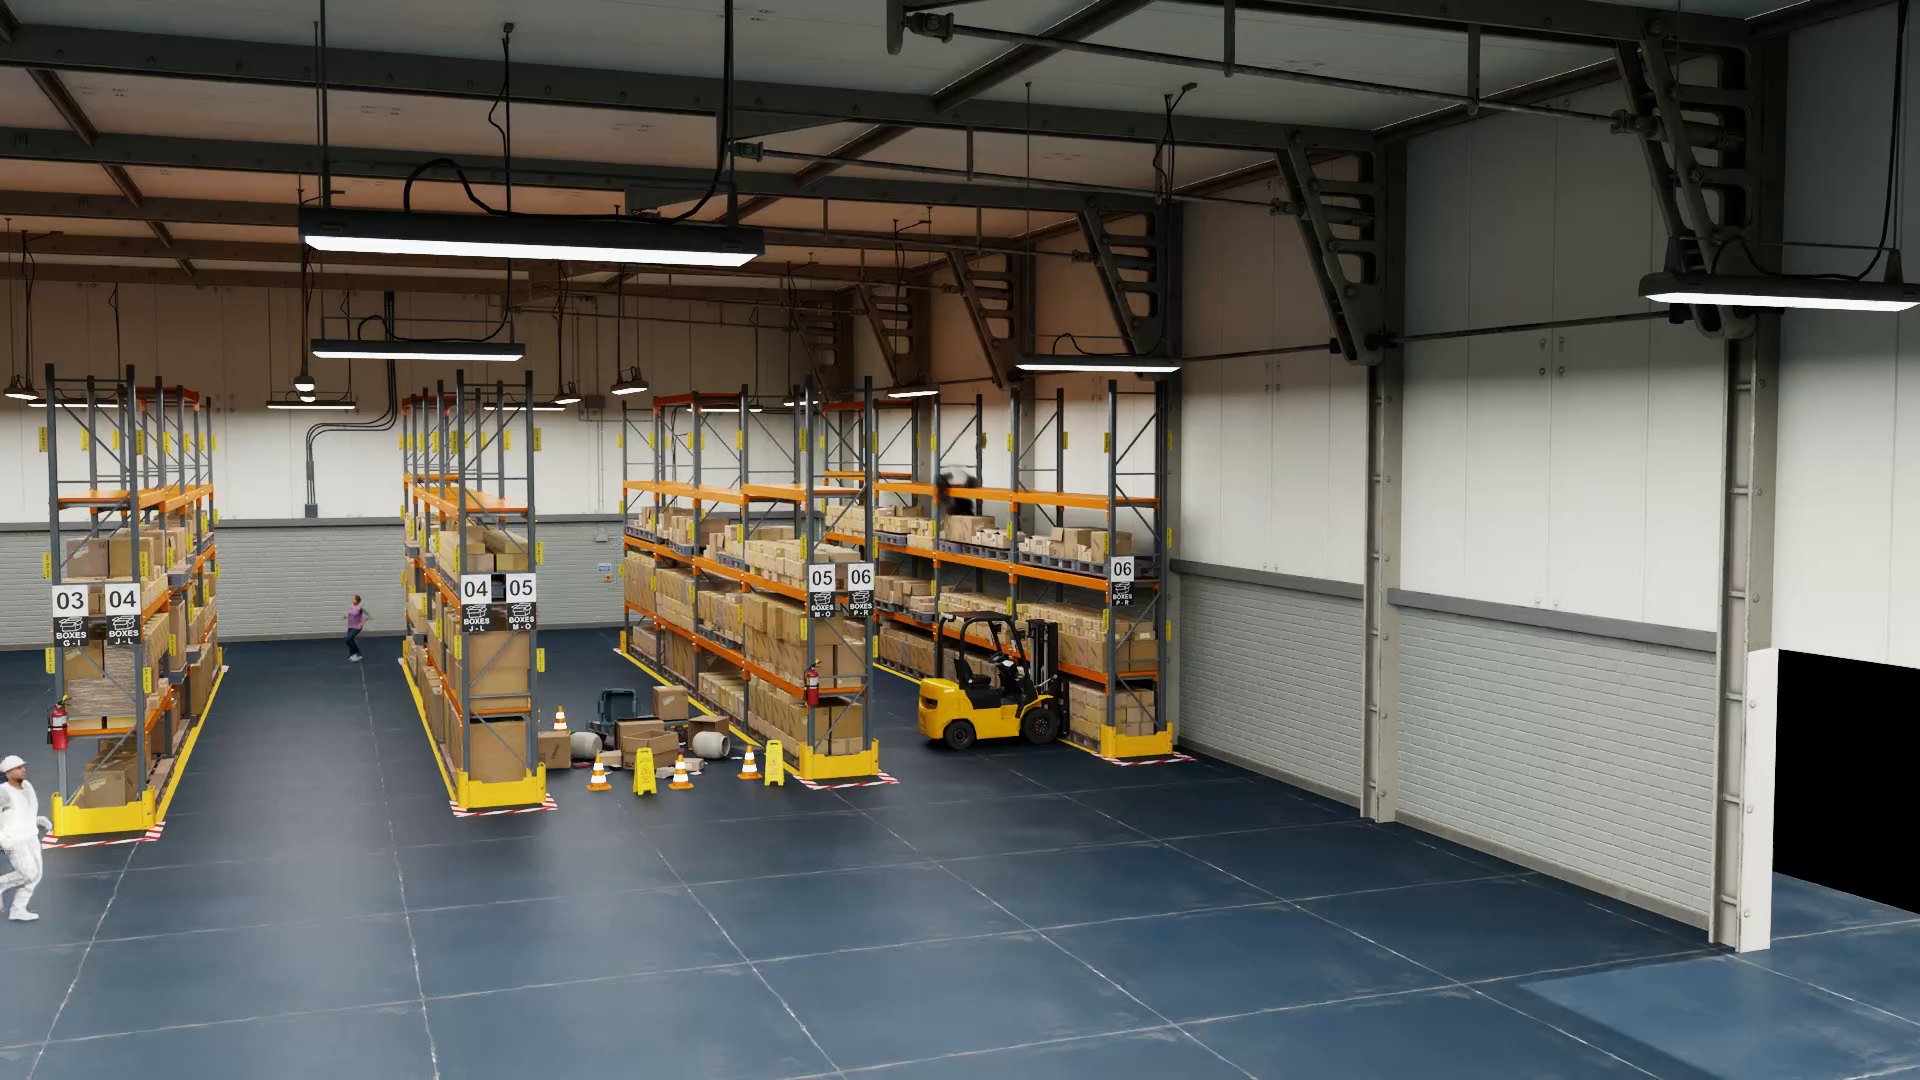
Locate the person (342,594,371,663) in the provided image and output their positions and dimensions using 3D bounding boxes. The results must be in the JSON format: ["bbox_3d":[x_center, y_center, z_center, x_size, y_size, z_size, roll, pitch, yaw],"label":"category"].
[{"bbox_3d":[-13.757,2.014,37.835,0.546,1.567,0.614,2,4,32],"label":"person"}]

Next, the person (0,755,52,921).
[{"bbox_3d":[-9.873,3.119,17.406,0.599,1.733,0.686,0,3,6],"label":"person"}]
